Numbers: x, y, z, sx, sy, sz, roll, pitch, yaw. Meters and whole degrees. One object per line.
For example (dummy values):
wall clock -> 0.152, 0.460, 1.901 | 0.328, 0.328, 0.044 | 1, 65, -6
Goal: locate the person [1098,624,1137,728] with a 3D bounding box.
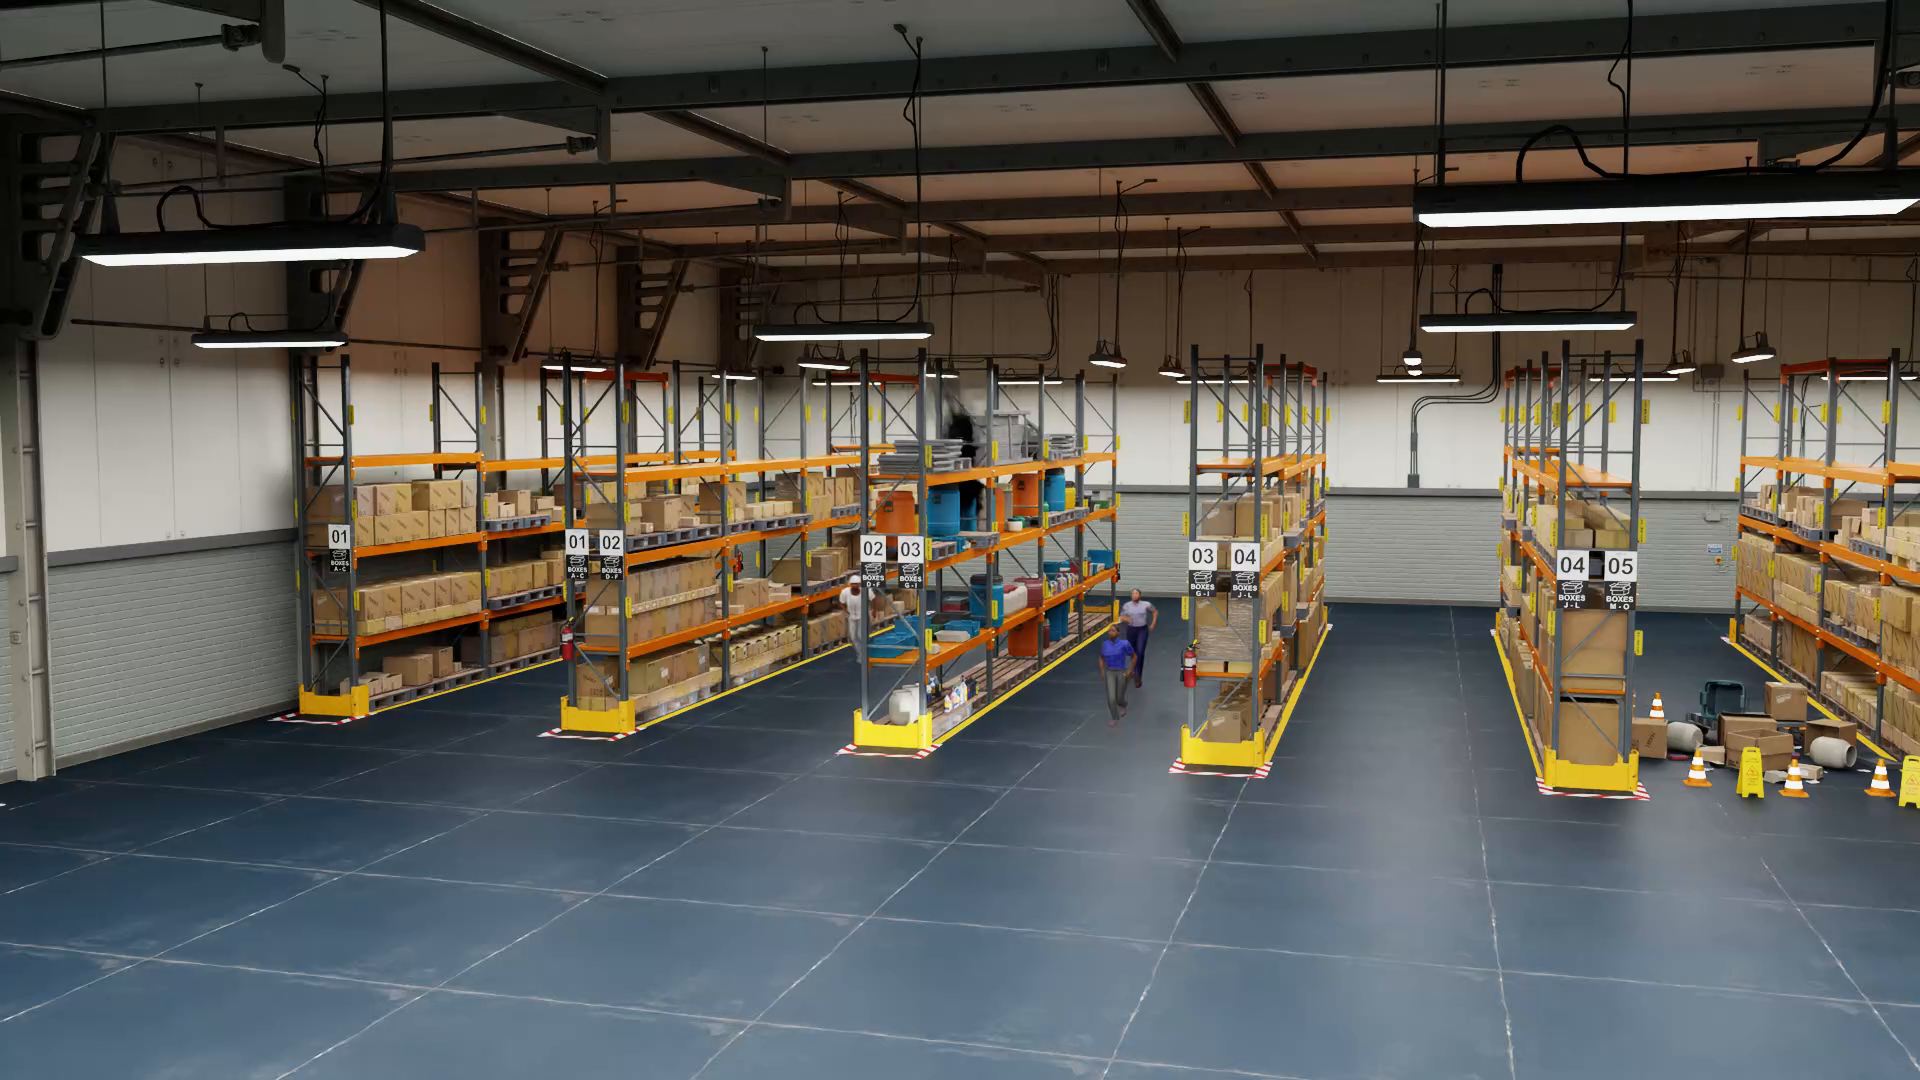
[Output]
person -> 2.412, 2.067, 25.438 | 0.597, 1.569, 0.620 | 2, 5, 24

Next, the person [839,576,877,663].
person -> -1.957, 1.505, 31.787 | 0.690, 1.680, 0.737 | 1, 4, 11

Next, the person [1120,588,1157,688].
person -> 3.146, 1.719, 29.516 | 0.607, 1.718, 0.770 | 1, 5, 18
